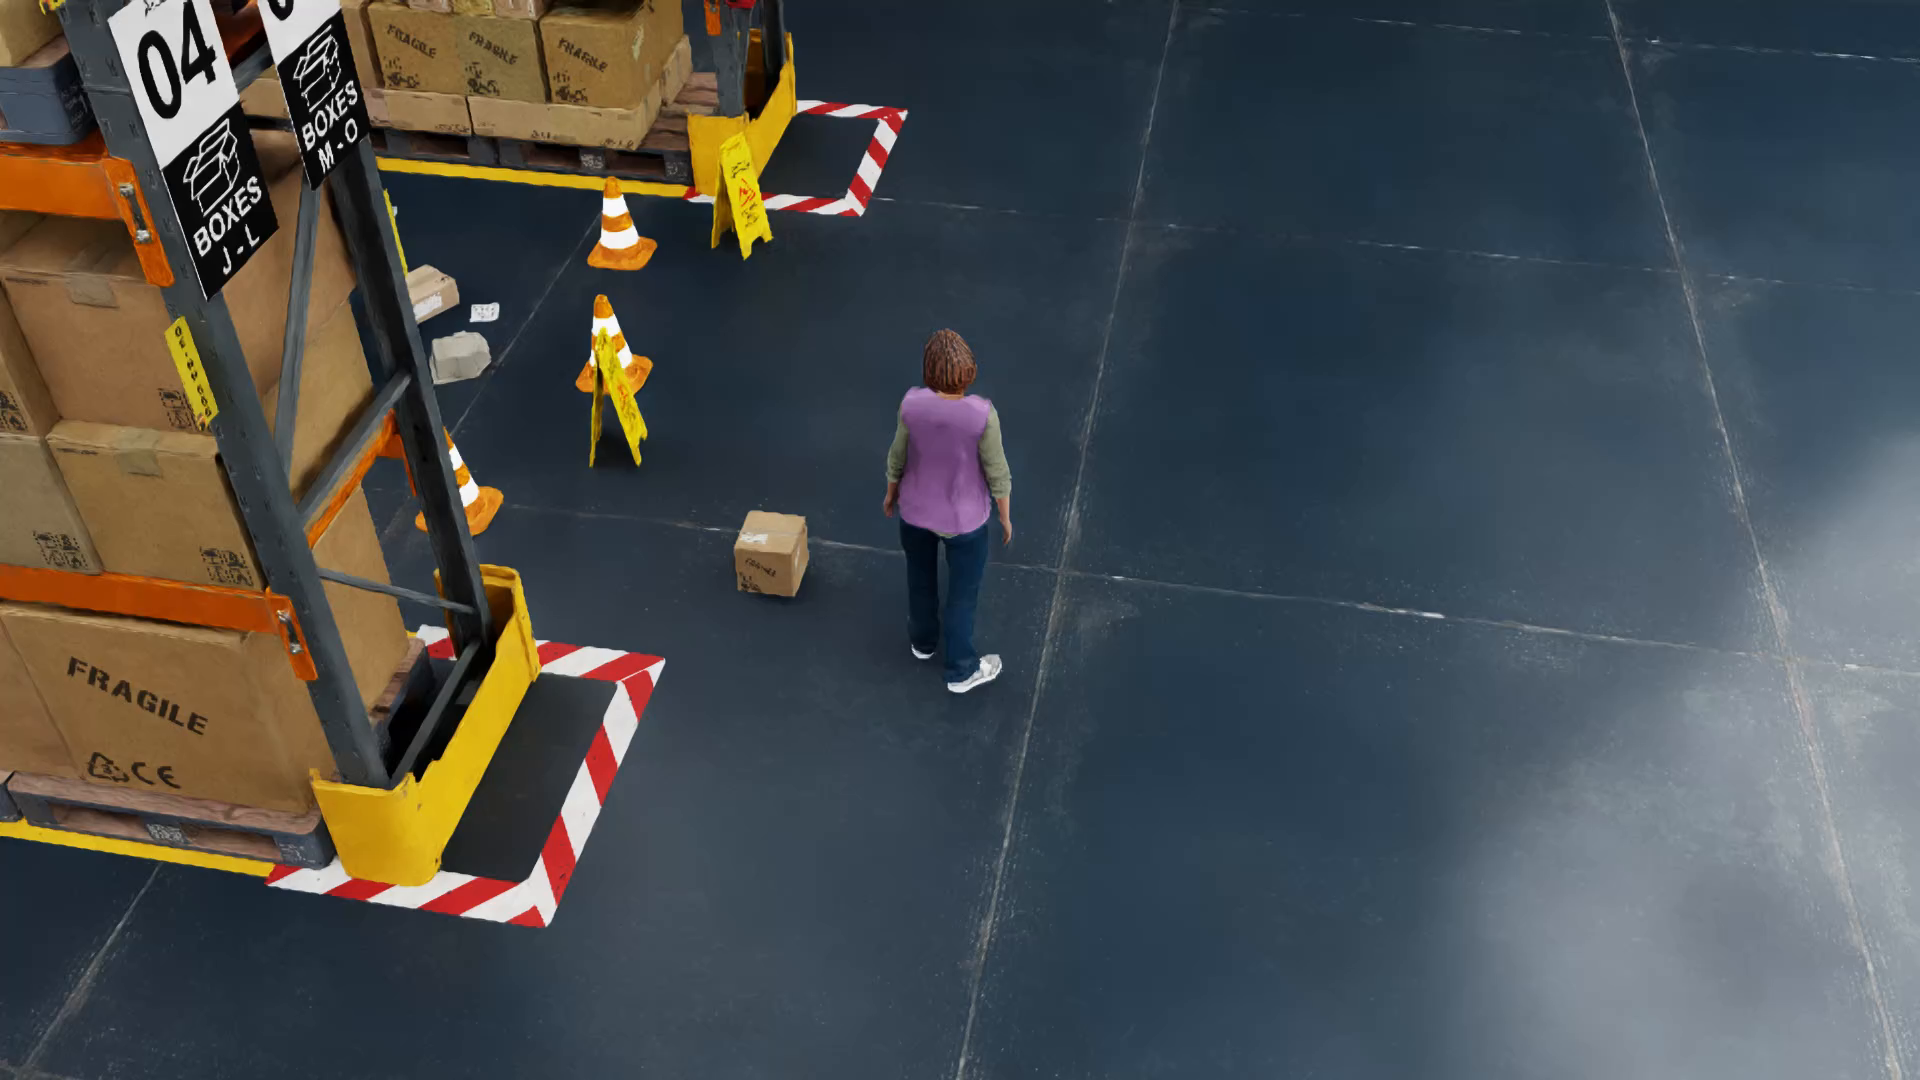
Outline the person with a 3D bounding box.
[{"bbox_3d":[-0.051,-0.116,6.266,0.506,1.600,0.414,11,42,12],"label":"person"}]
